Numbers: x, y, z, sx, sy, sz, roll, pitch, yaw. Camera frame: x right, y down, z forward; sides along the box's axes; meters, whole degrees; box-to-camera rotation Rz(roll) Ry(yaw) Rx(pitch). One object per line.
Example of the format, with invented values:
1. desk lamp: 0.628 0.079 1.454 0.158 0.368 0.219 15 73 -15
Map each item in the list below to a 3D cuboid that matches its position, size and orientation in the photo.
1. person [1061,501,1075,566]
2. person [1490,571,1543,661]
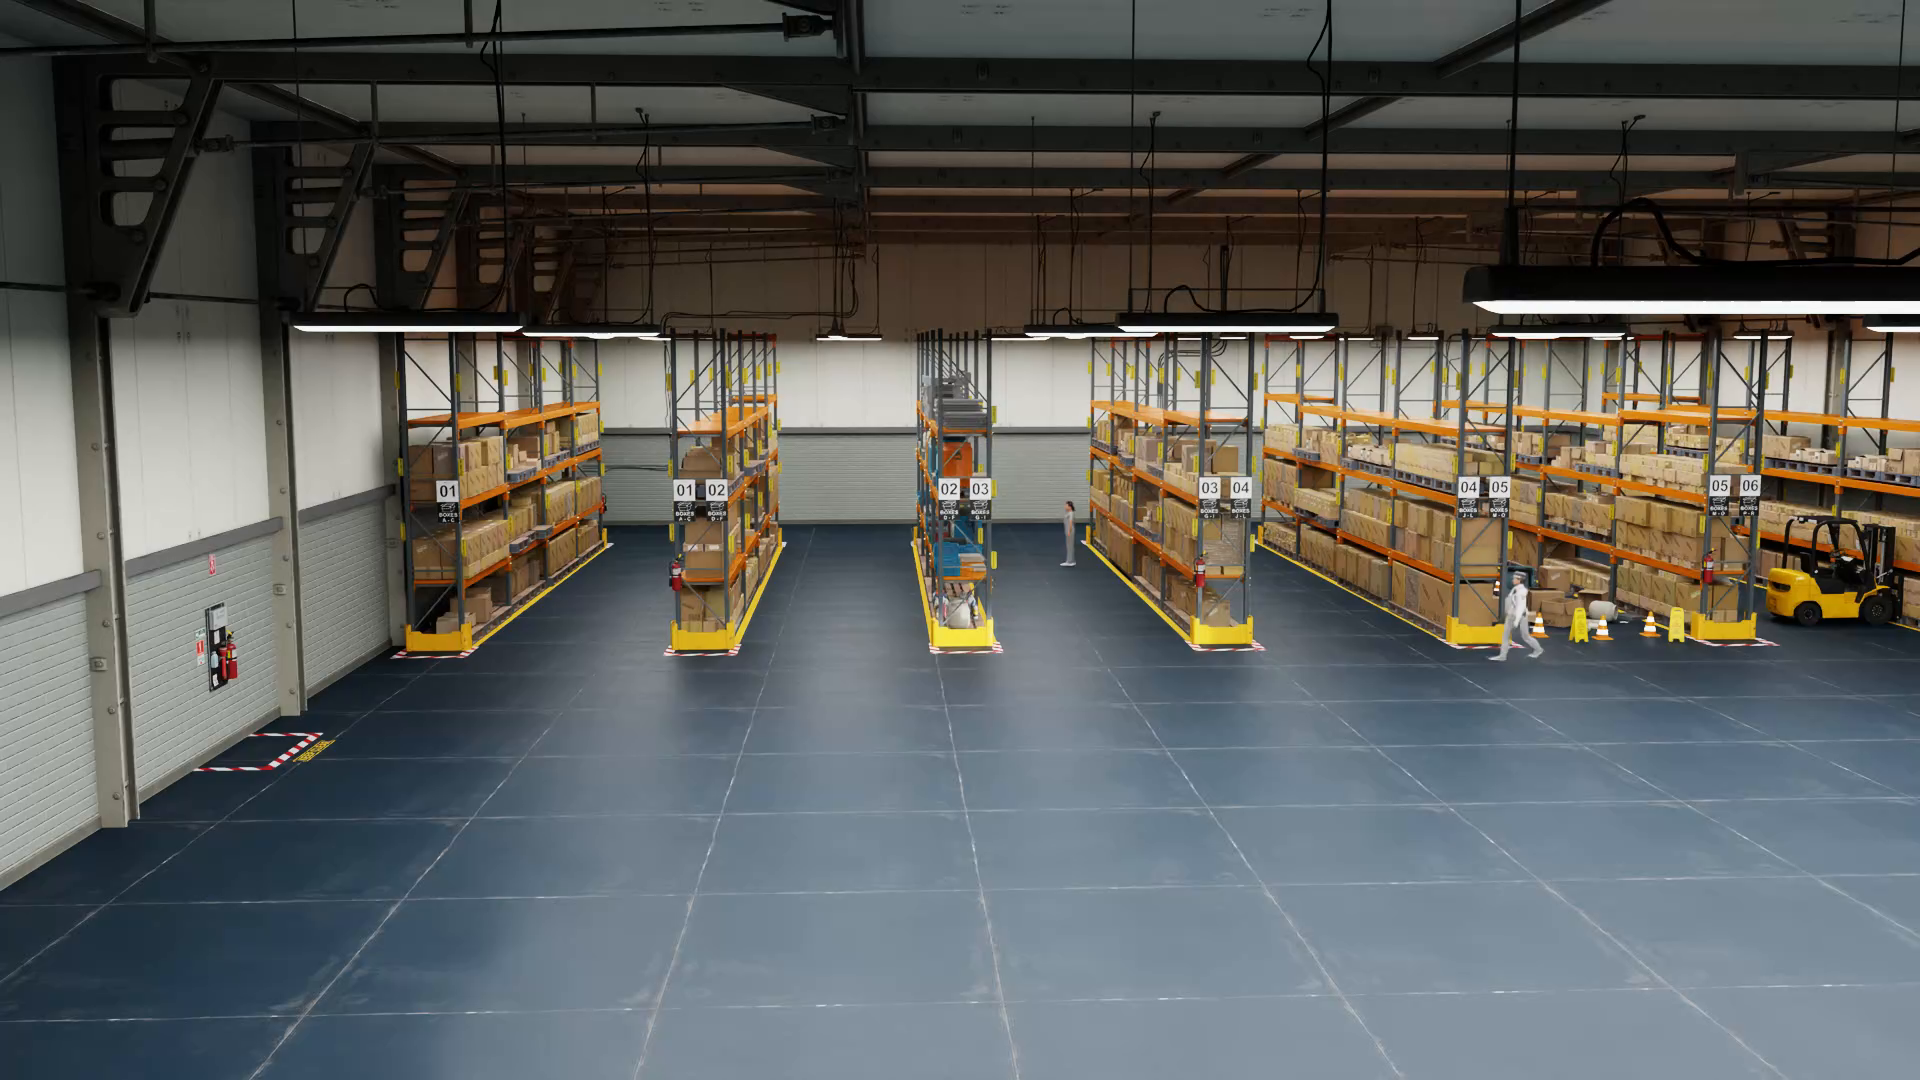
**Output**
1. person: 2.793 -0.170 42.922 0.378 1.683 0.513 -1 7 -5
2. person: 10.093 1.373 29.987 0.956 1.644 0.450 -3 7 -23
